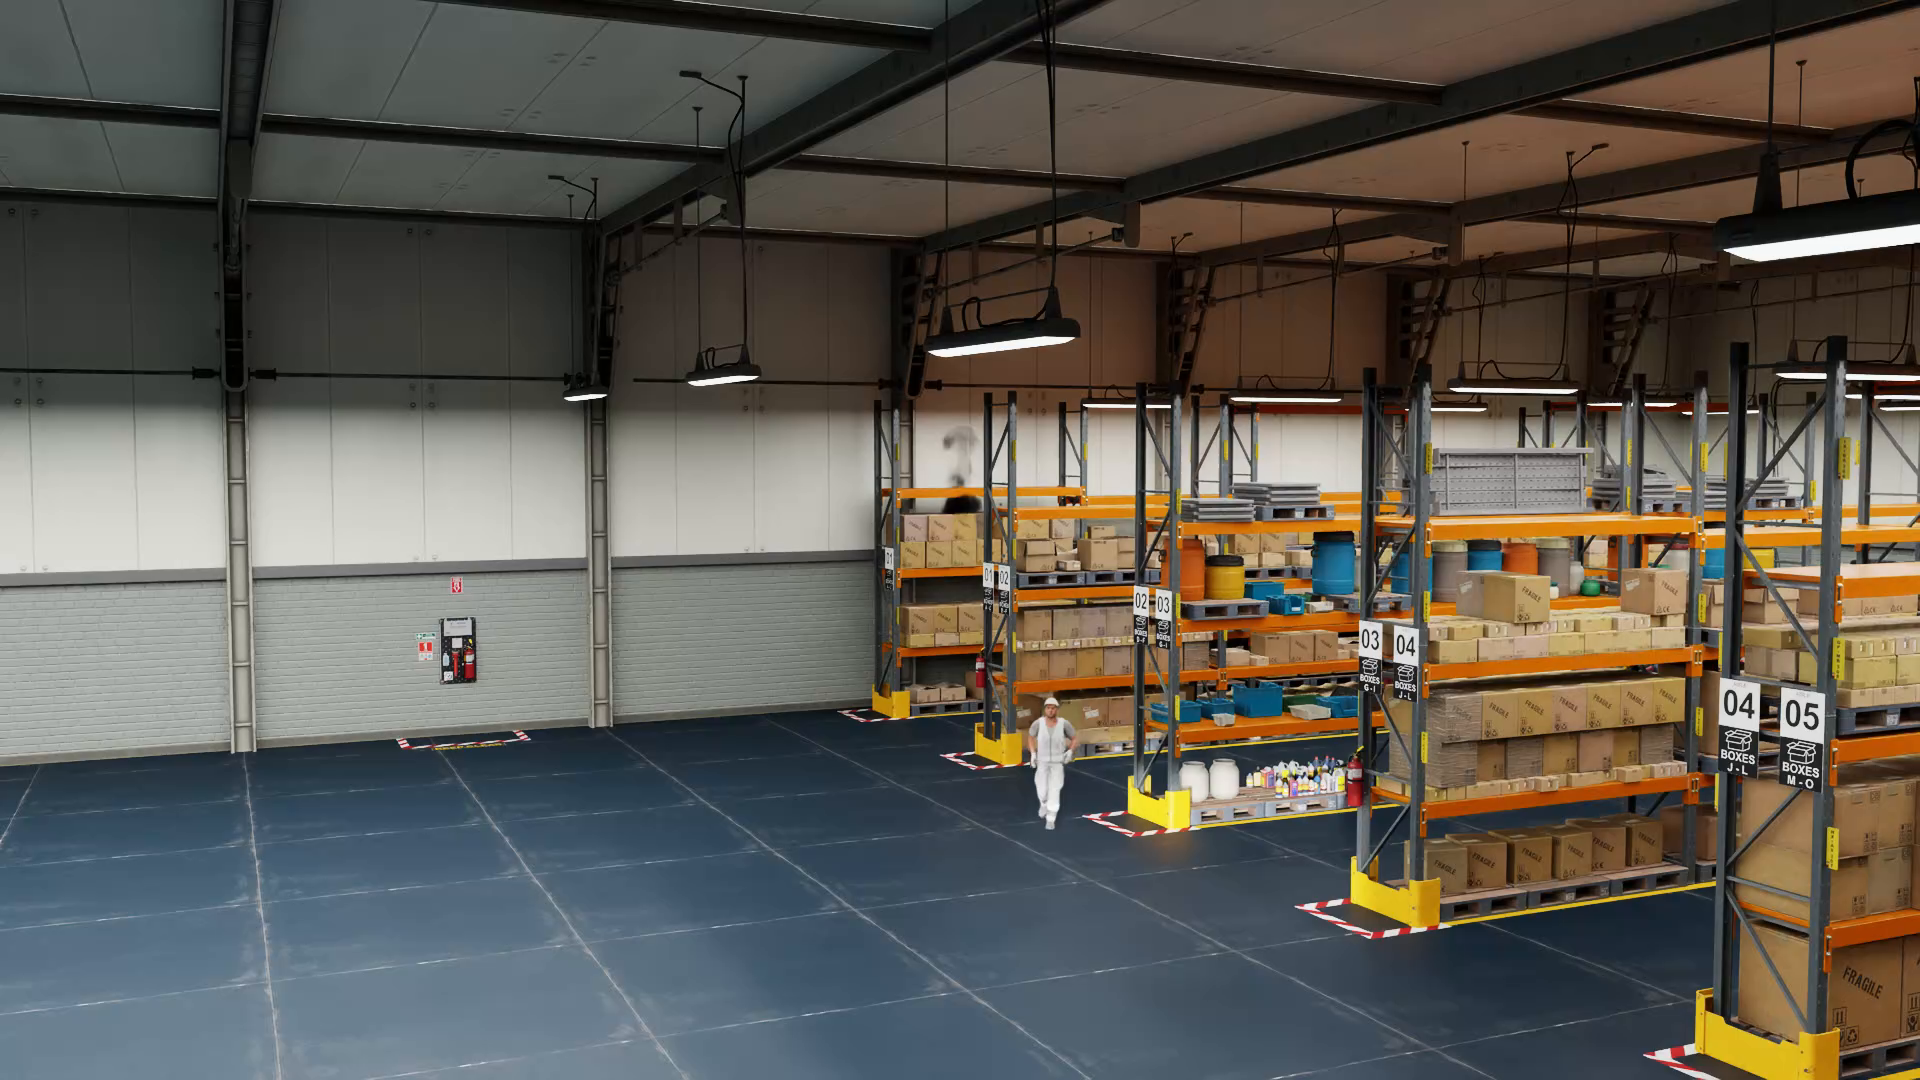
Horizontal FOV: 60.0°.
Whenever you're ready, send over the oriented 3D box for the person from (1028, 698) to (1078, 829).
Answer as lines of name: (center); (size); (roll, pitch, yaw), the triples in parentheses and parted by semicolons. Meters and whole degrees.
person: (1.248, 2.989, 22.414); (0.678, 1.756, 0.593); (0, 3, 6)
